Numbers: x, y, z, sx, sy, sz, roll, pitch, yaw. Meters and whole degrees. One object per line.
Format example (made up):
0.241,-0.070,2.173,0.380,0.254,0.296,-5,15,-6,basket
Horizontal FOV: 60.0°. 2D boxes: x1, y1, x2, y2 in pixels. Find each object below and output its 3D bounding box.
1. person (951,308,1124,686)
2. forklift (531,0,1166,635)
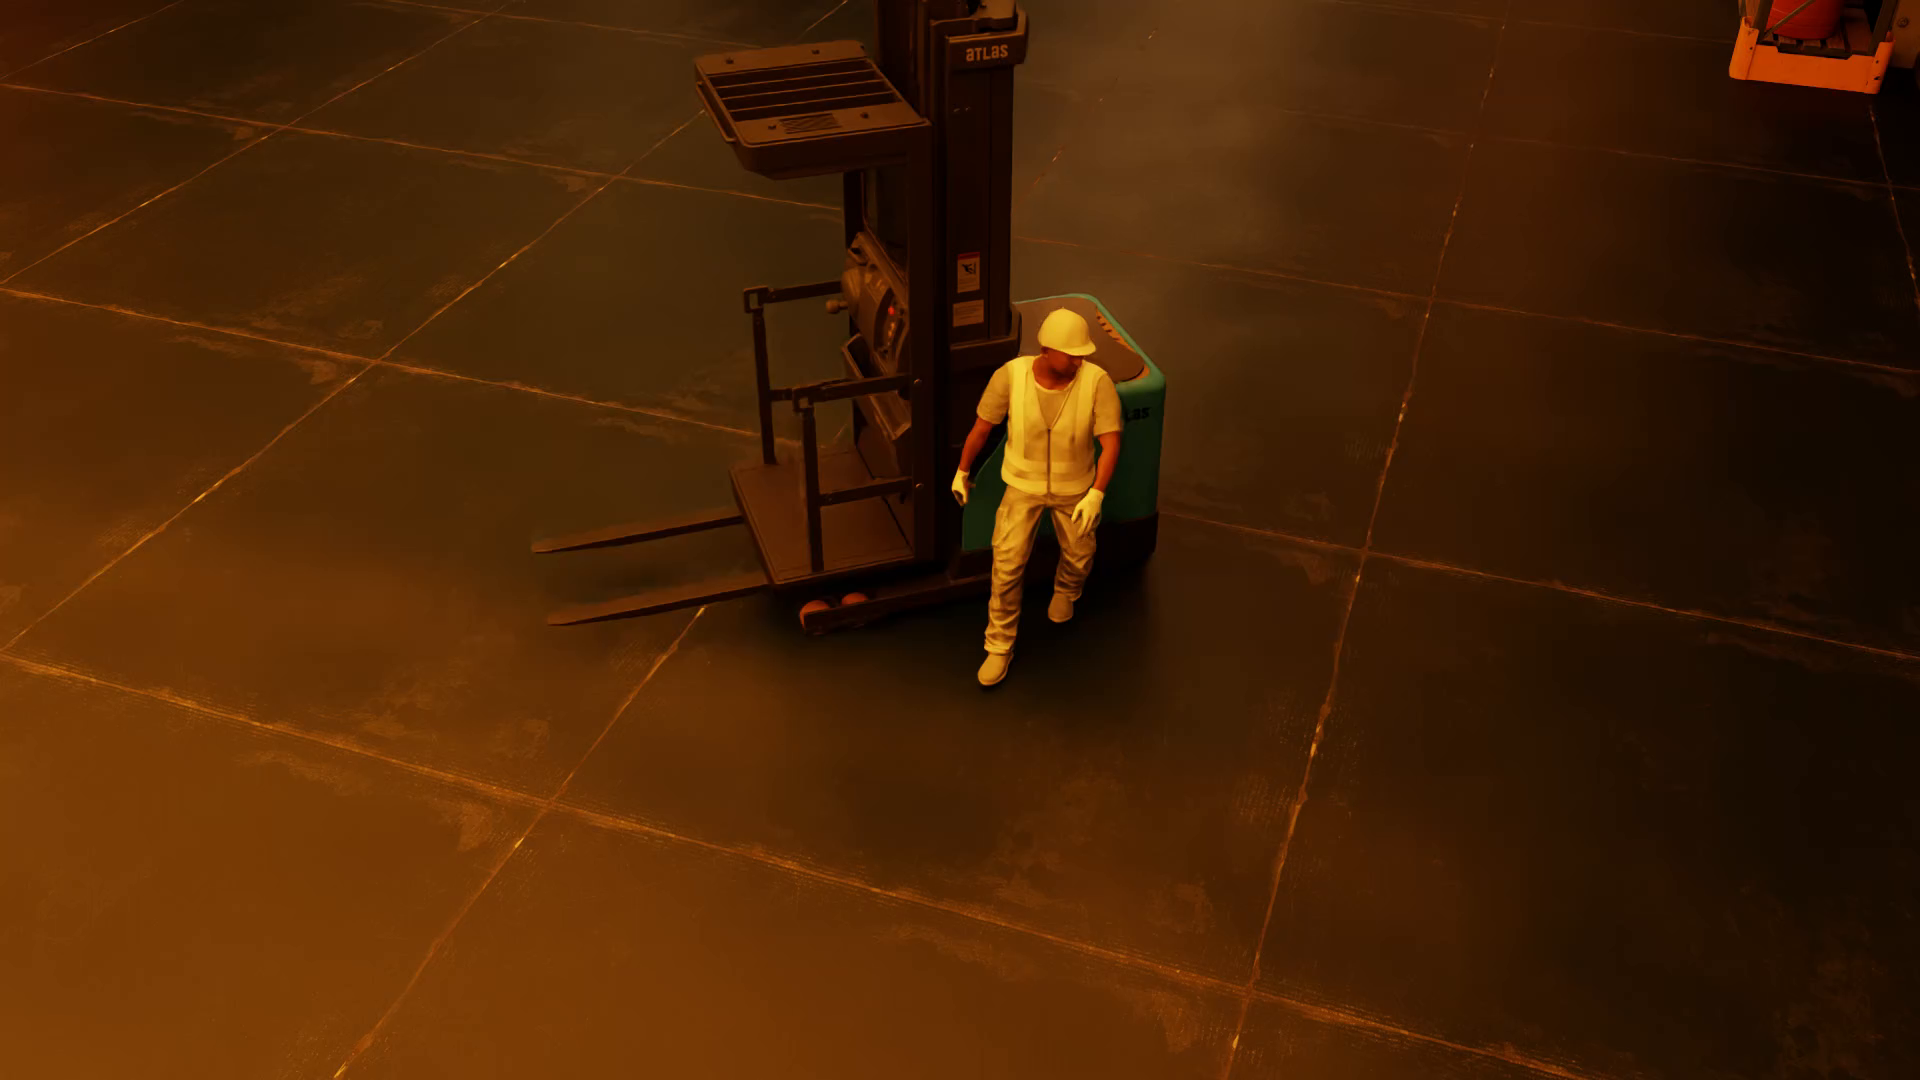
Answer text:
0.344,-0.216,7.494,0.760,1.690,0.764,-1,35,-1,person
-0.578,-1.082,7.637,3.031,2.935,1.130,-11,37,-15,forklift
